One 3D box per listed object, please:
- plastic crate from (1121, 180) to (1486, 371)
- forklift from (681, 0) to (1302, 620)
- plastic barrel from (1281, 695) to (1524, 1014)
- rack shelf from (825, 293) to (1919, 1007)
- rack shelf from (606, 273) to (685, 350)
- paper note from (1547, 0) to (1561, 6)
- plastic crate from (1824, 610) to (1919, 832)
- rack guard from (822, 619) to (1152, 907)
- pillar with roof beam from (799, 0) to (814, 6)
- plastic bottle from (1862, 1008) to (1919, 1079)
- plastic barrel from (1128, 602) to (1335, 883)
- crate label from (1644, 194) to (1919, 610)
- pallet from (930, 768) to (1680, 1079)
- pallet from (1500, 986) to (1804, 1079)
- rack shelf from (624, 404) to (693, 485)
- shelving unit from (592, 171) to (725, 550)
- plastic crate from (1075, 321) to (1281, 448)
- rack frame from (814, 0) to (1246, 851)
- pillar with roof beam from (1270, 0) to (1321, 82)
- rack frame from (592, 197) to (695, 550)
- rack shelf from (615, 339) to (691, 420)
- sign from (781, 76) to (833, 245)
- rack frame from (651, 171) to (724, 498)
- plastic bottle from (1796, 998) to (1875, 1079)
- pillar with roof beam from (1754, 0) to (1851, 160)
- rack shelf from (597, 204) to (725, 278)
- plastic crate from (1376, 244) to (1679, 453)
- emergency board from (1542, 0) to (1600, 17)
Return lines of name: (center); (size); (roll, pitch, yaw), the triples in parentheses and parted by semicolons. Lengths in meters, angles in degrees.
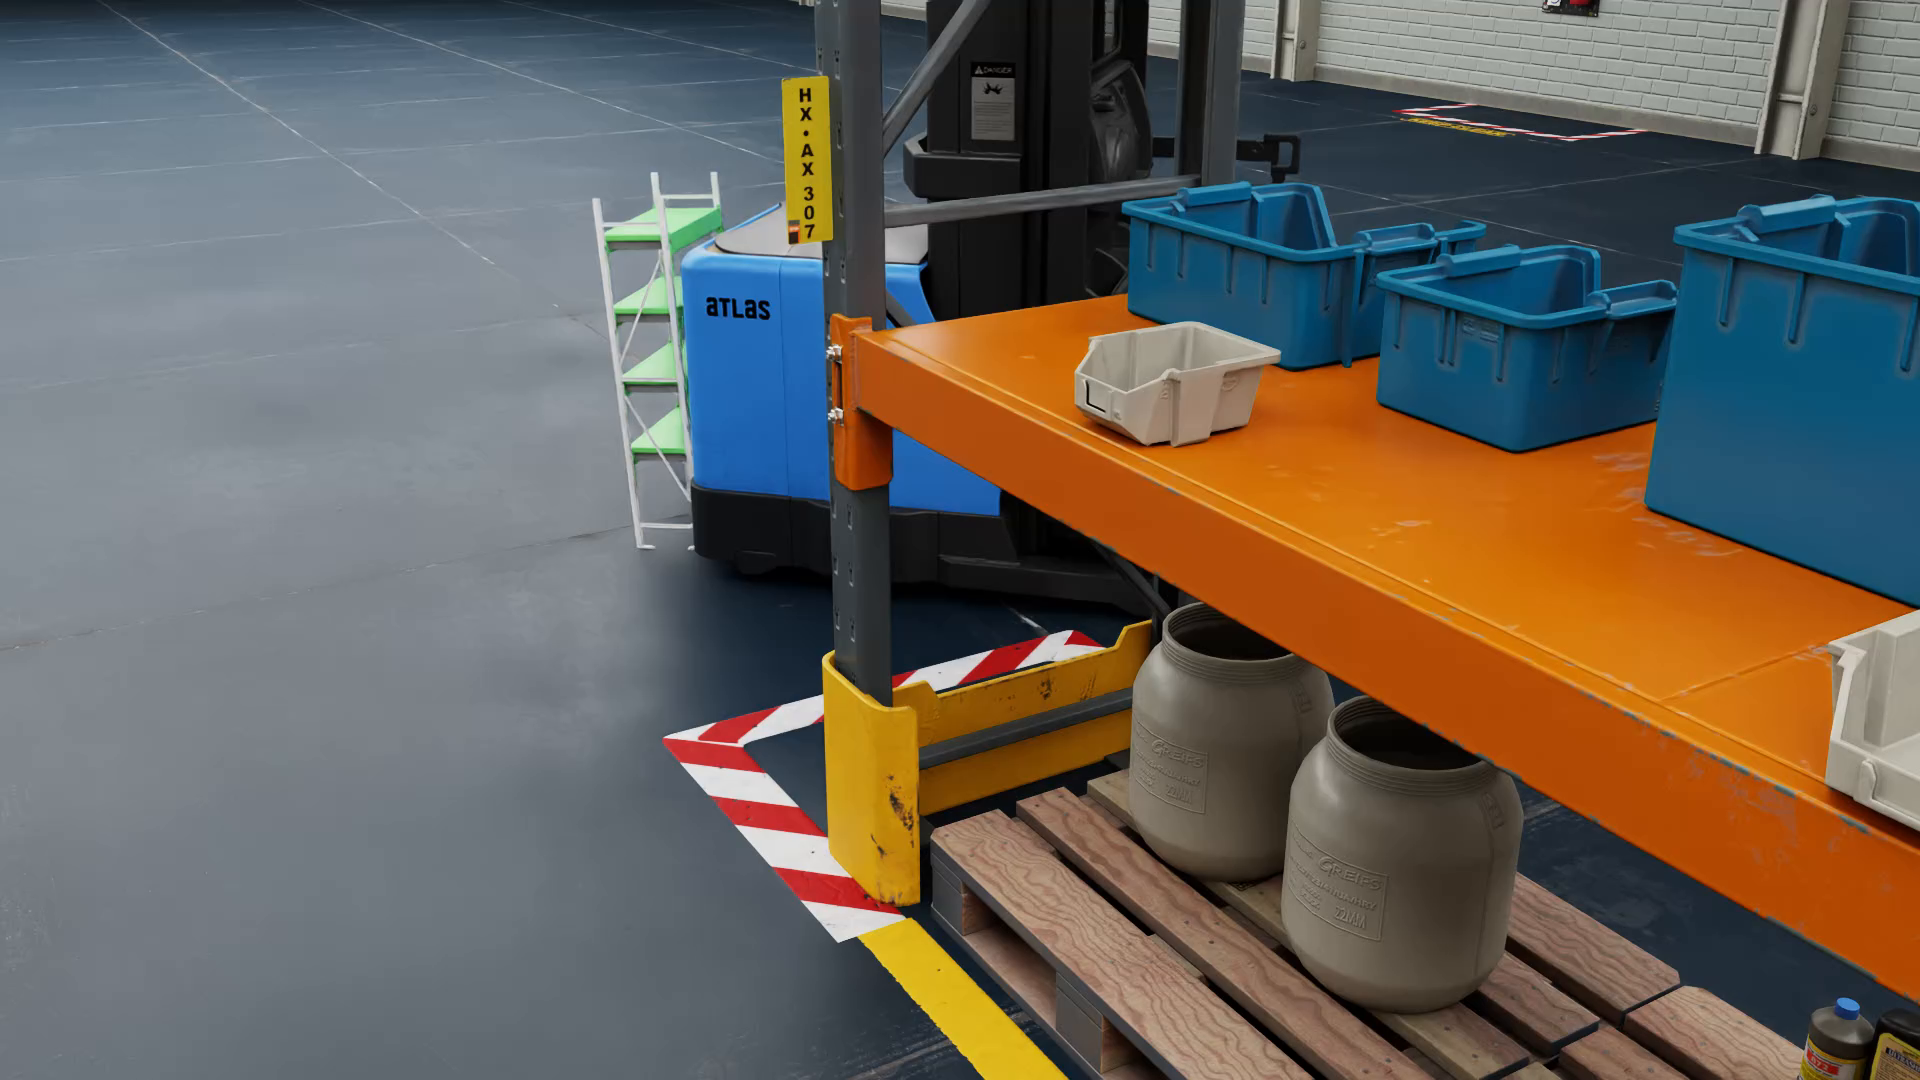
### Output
plastic crate: (0.684, -0.560, 3.402); (0.499, 0.251, 0.616); (-13, 25, -28)
forklift: (0.688, -1.287, 5.085); (3.031, 2.935, 1.130); (6, 23, 13)
plastic barrel: (0.829, 0.586, 3.133); (0.421, 0.512, 0.421); (0, 22, 0)
rack shelf: (1.193, 0.248, 2.174); (1.077, 0.370, 4.000); (-13, 25, -28)
rack shelf: (-0.982, -0.782, 5.658); (0.258, 0.148, 0.480); (2, 22, 13)
paper note: (5.464, -4.990, 15.275); (0.016, 0.148, 0.142); (-13, 25, -28)
plastic crate: (1.167, 0.207, 1.669); (0.530, 0.136, 0.437); (-13, 25, -28)
rack guard: (0.251, 0.441, 4.064); (1.175, 0.500, 0.348); (-13, 25, -28)
pillar with roof beam: (-6.171, -12.299, 24.118); (9.100, 9.000, 0.400); (-13, 25, -28)
plastic bottle: (1.562, 0.866, 2.720); (0.061, 0.283, 0.133); (-12, 25, -27)
plastic barrel: (0.573, 0.423, 3.533); (0.421, 0.512, 0.421); (0, 22, 0)
crate label: (1.344, -0.206, 2.287); (0.502, 0.435, 0.616); (-13, 25, -28)
pallet: (0.661, 0.838, 3.468); (1.003, 0.211, 1.213); (-13, 25, -28)
pallet: (1.280, 1.233, 2.498); (1.003, 0.211, 1.213); (-13, 25, -28)
rack shelf: (-0.958, -0.336, 5.833); (0.258, 0.148, 0.480); (2, 22, 13)
shelving unit: (-0.973, -0.618, 5.722); (0.258, 1.200, 0.503); (2, 22, 13)
plastic crate: (0.352, -0.259, 2.816); (0.298, 0.136, 0.250); (-13, 25, -28)
rack frame: (0.171, -0.733, 3.631); (1.000, 3.000, 0.127); (-13, 25, -28)
pillar with roof beam: (-0.041, -8.414, 14.561); (9.100, 9.000, 0.400); (-13, 25, -28)
rack frame: (-1.025, -0.529, 5.501); (0.240, 1.200, 0.015); (2, 22, 13)
rack shelf: (-0.970, -0.559, 5.745); (0.258, 0.148, 0.480); (2, 22, 13)
sign: (-0.304, -0.757, 3.322); (0.100, 0.325, 0.005); (-13, 25, -28)
rack frame: (-0.921, -0.708, 5.943); (0.240, 1.200, 0.015); (2, 22, 13)
plastic bottle: (1.486, 0.870, 2.820); (0.097, 0.201, 0.097); (0, 22, 0)
pillar with roof beam: (3.024, -6.472, 9.783); (9.100, 9.000, 0.400); (-13, 25, -28)
rack shelf: (-0.993, -1.005, 5.570); (0.258, 0.148, 0.480); (2, 22, 13)
plastic crate: (1.011, -0.348, 2.882); (0.499, 0.251, 0.408); (-13, 25, -28)
emergency board: (5.495, -5.328, 14.936); (0.194, 1.169, 0.643); (-13, 25, -28)
